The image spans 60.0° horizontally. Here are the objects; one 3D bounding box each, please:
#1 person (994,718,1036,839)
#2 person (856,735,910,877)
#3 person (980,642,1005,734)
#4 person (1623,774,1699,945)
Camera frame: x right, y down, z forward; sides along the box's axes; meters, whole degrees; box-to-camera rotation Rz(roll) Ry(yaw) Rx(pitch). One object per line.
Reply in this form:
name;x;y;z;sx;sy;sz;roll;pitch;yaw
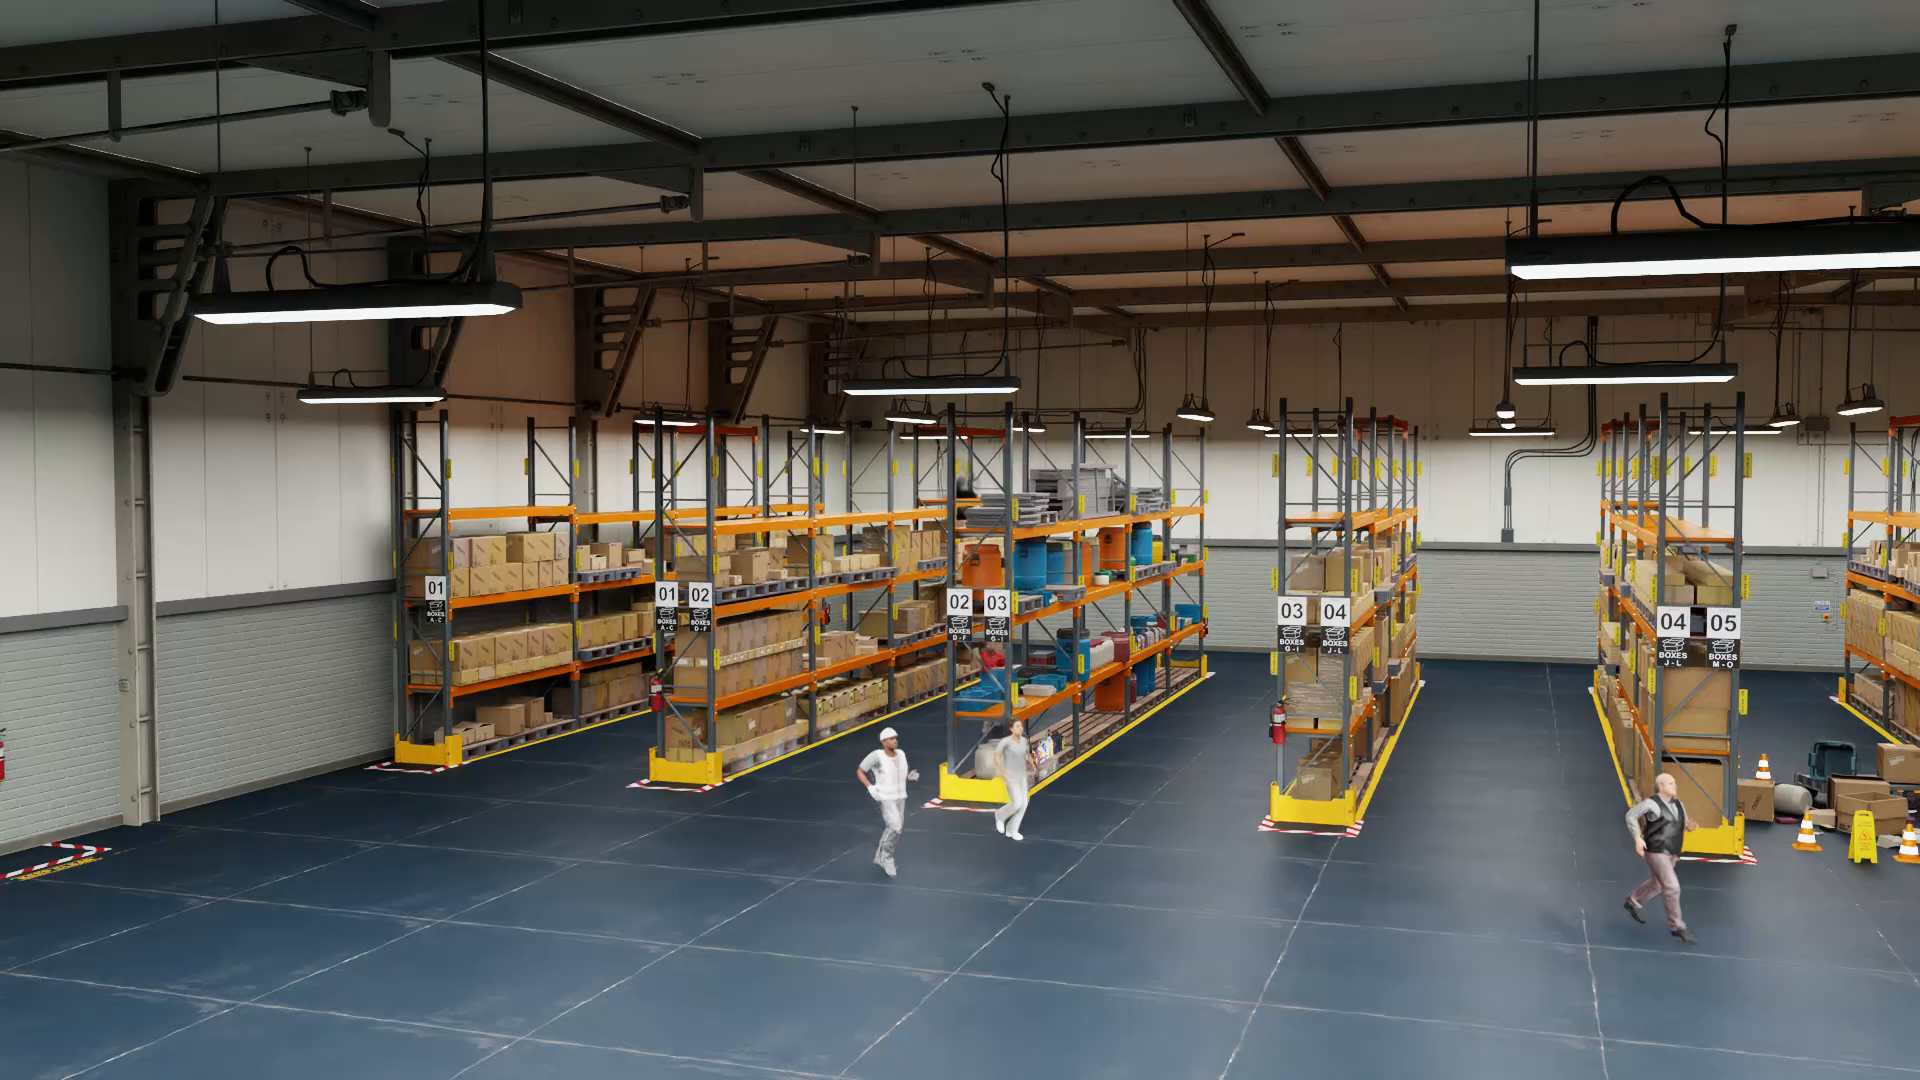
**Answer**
person;2.156;2.934;29.251;11.314;1.640;9.122;-2;3;-40
person;10.002;2.265;22.654;13.735;3.579;18.496;2;3;43
person;0.649;2.782;31.804;0.636;1.778;0.884;1;3;15
person;7.441;3.350;17.734;0.505;1.726;0.953;-2;3;-33
